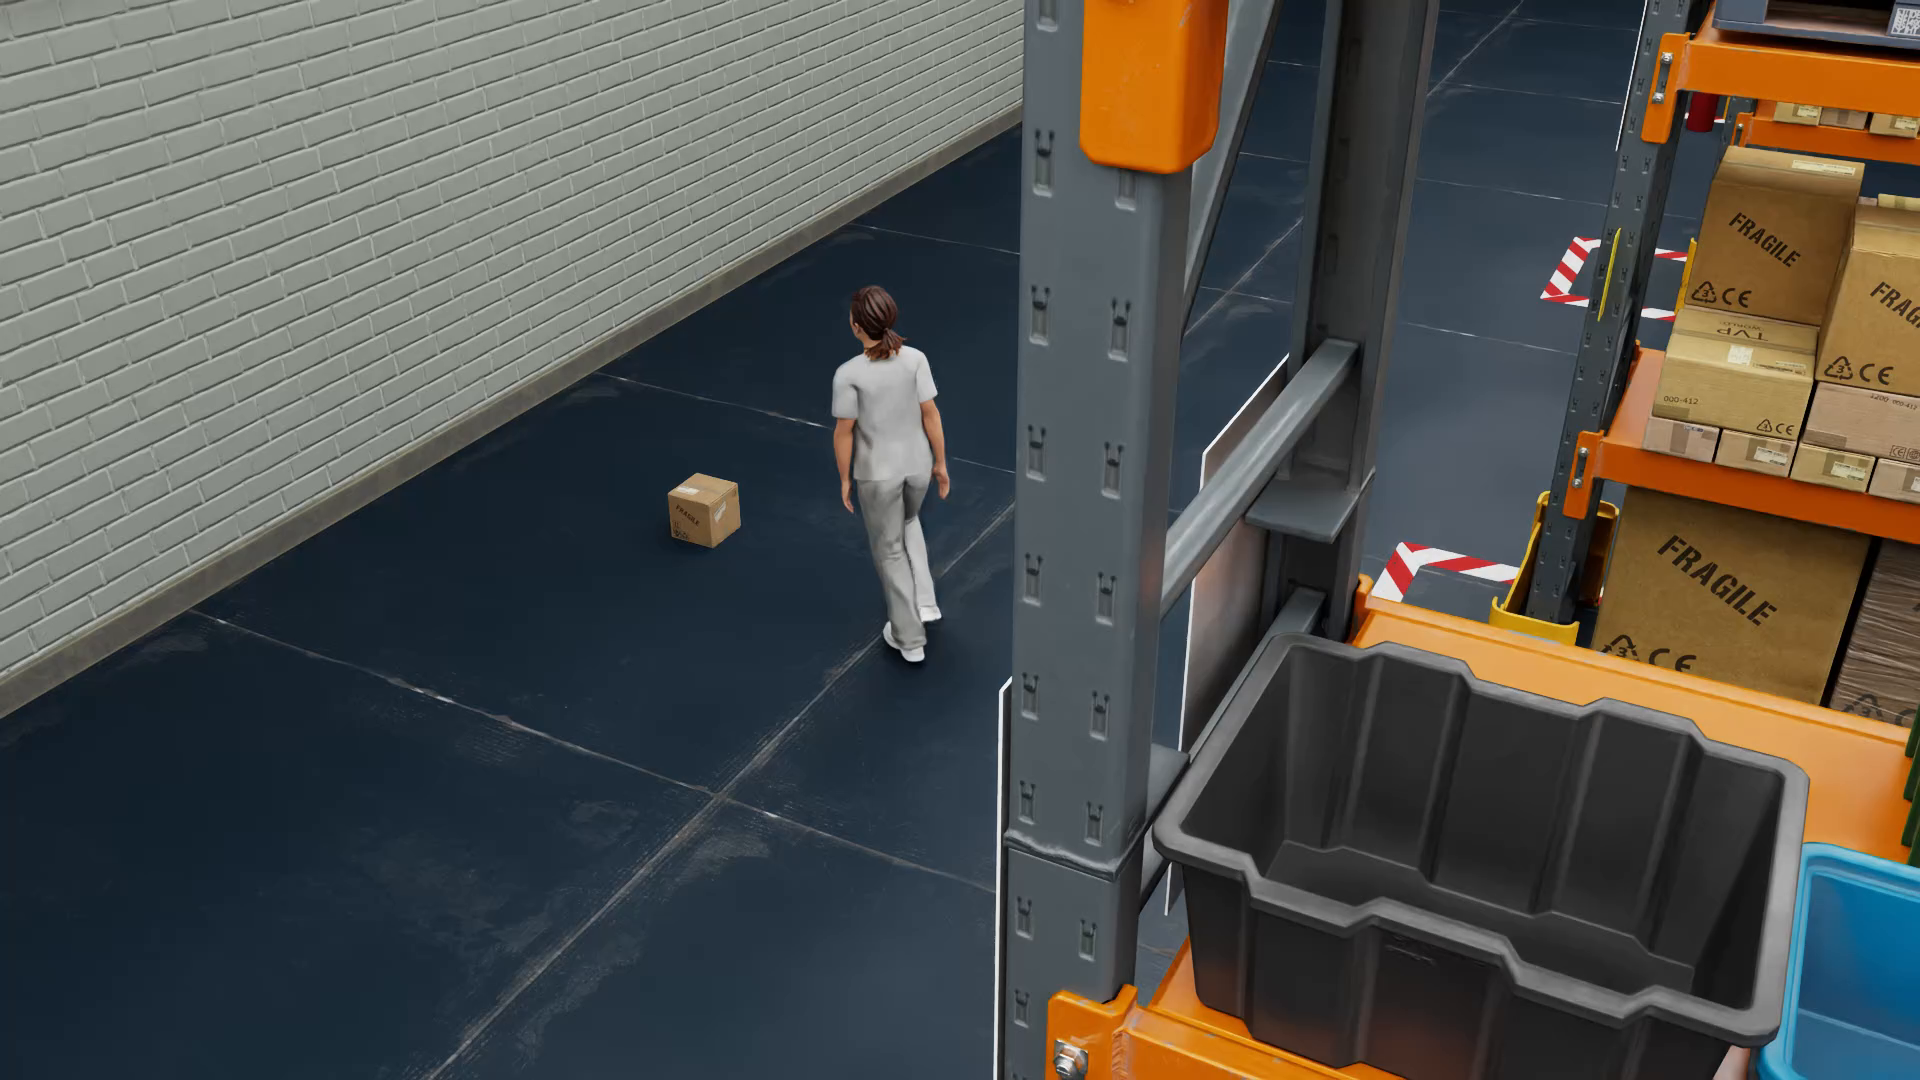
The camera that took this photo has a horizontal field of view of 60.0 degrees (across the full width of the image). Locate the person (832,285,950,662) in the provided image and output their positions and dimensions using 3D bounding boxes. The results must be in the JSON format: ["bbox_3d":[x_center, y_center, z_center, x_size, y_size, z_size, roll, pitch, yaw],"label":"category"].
[{"bbox_3d":[-0.300,-0.253,7.088,0.482,1.605,0.487,-15,33,-23],"label":"person"}]
